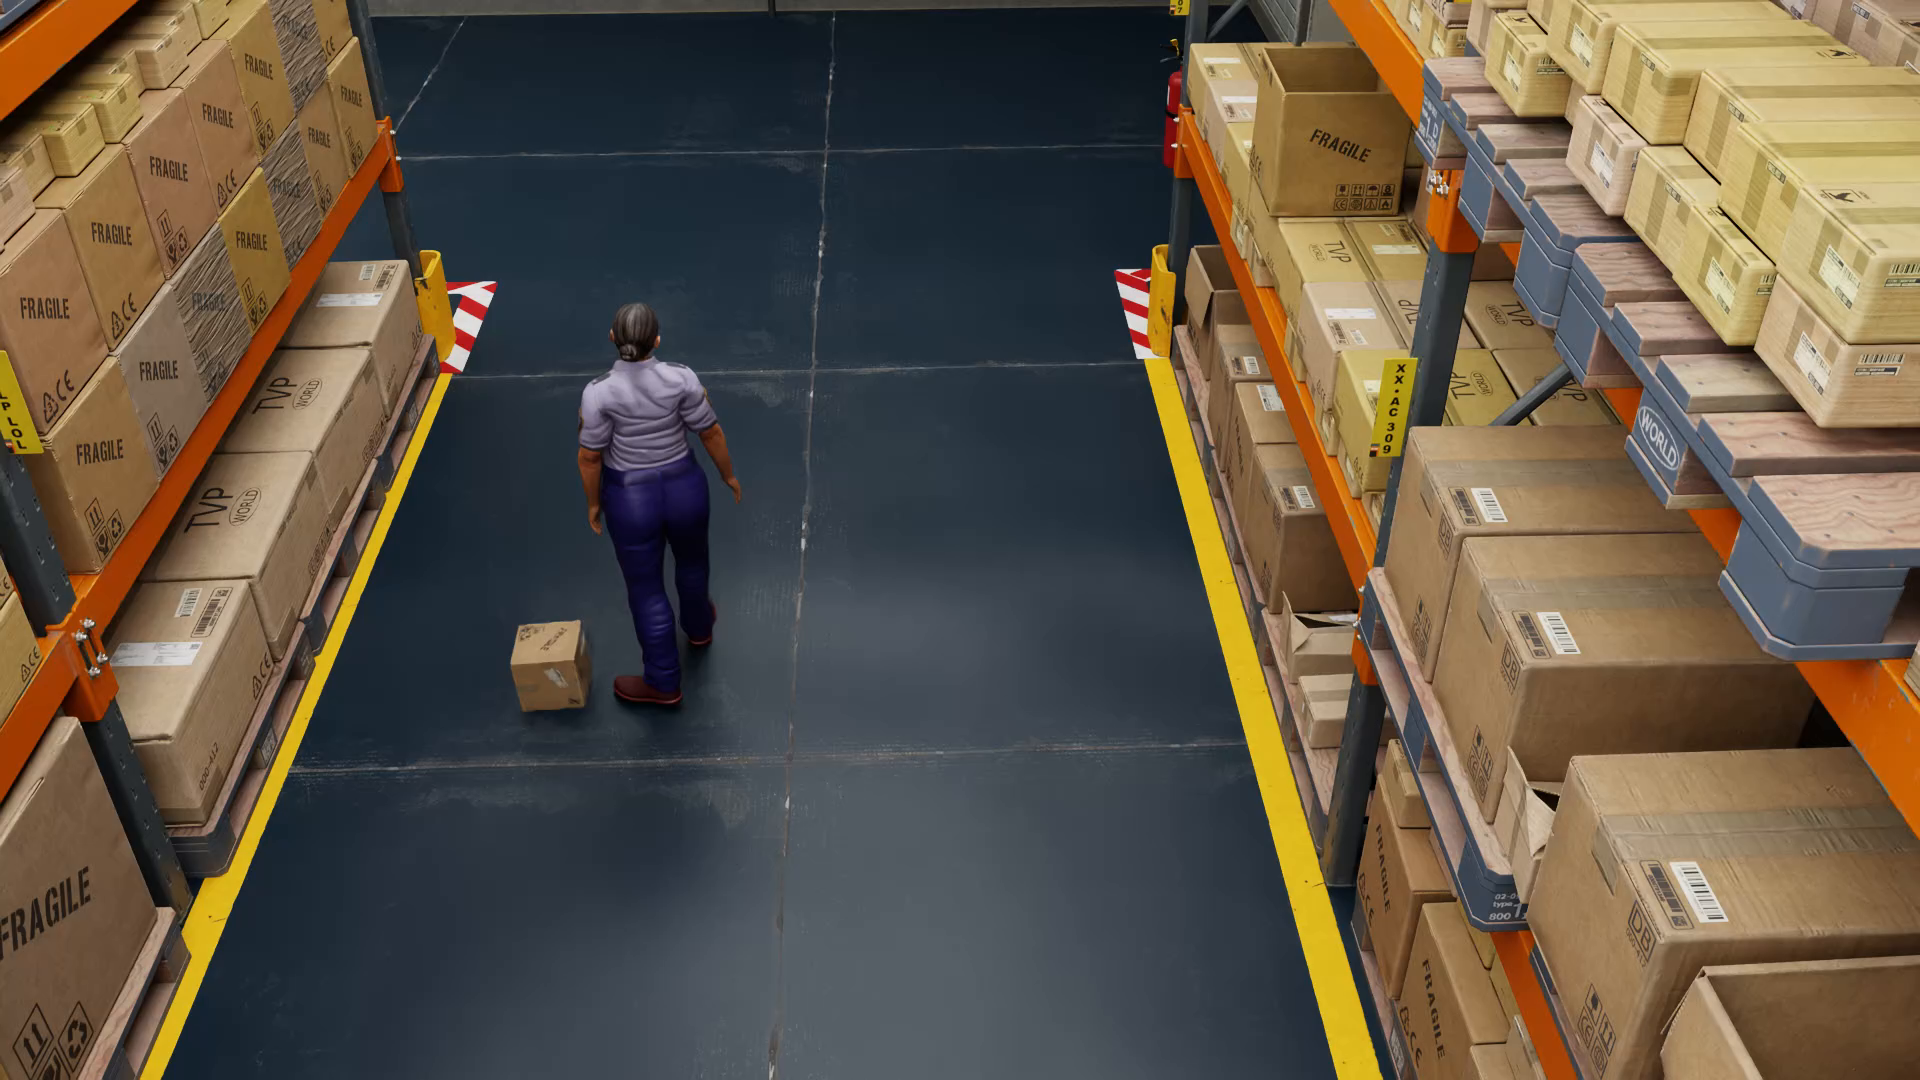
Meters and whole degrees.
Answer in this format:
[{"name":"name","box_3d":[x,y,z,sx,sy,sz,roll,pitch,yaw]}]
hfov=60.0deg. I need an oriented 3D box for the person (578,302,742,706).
[{"name":"person","box_3d":[-1.154,-0.185,6.398,0.626,1.634,0.616,-16,38,-21]}]
